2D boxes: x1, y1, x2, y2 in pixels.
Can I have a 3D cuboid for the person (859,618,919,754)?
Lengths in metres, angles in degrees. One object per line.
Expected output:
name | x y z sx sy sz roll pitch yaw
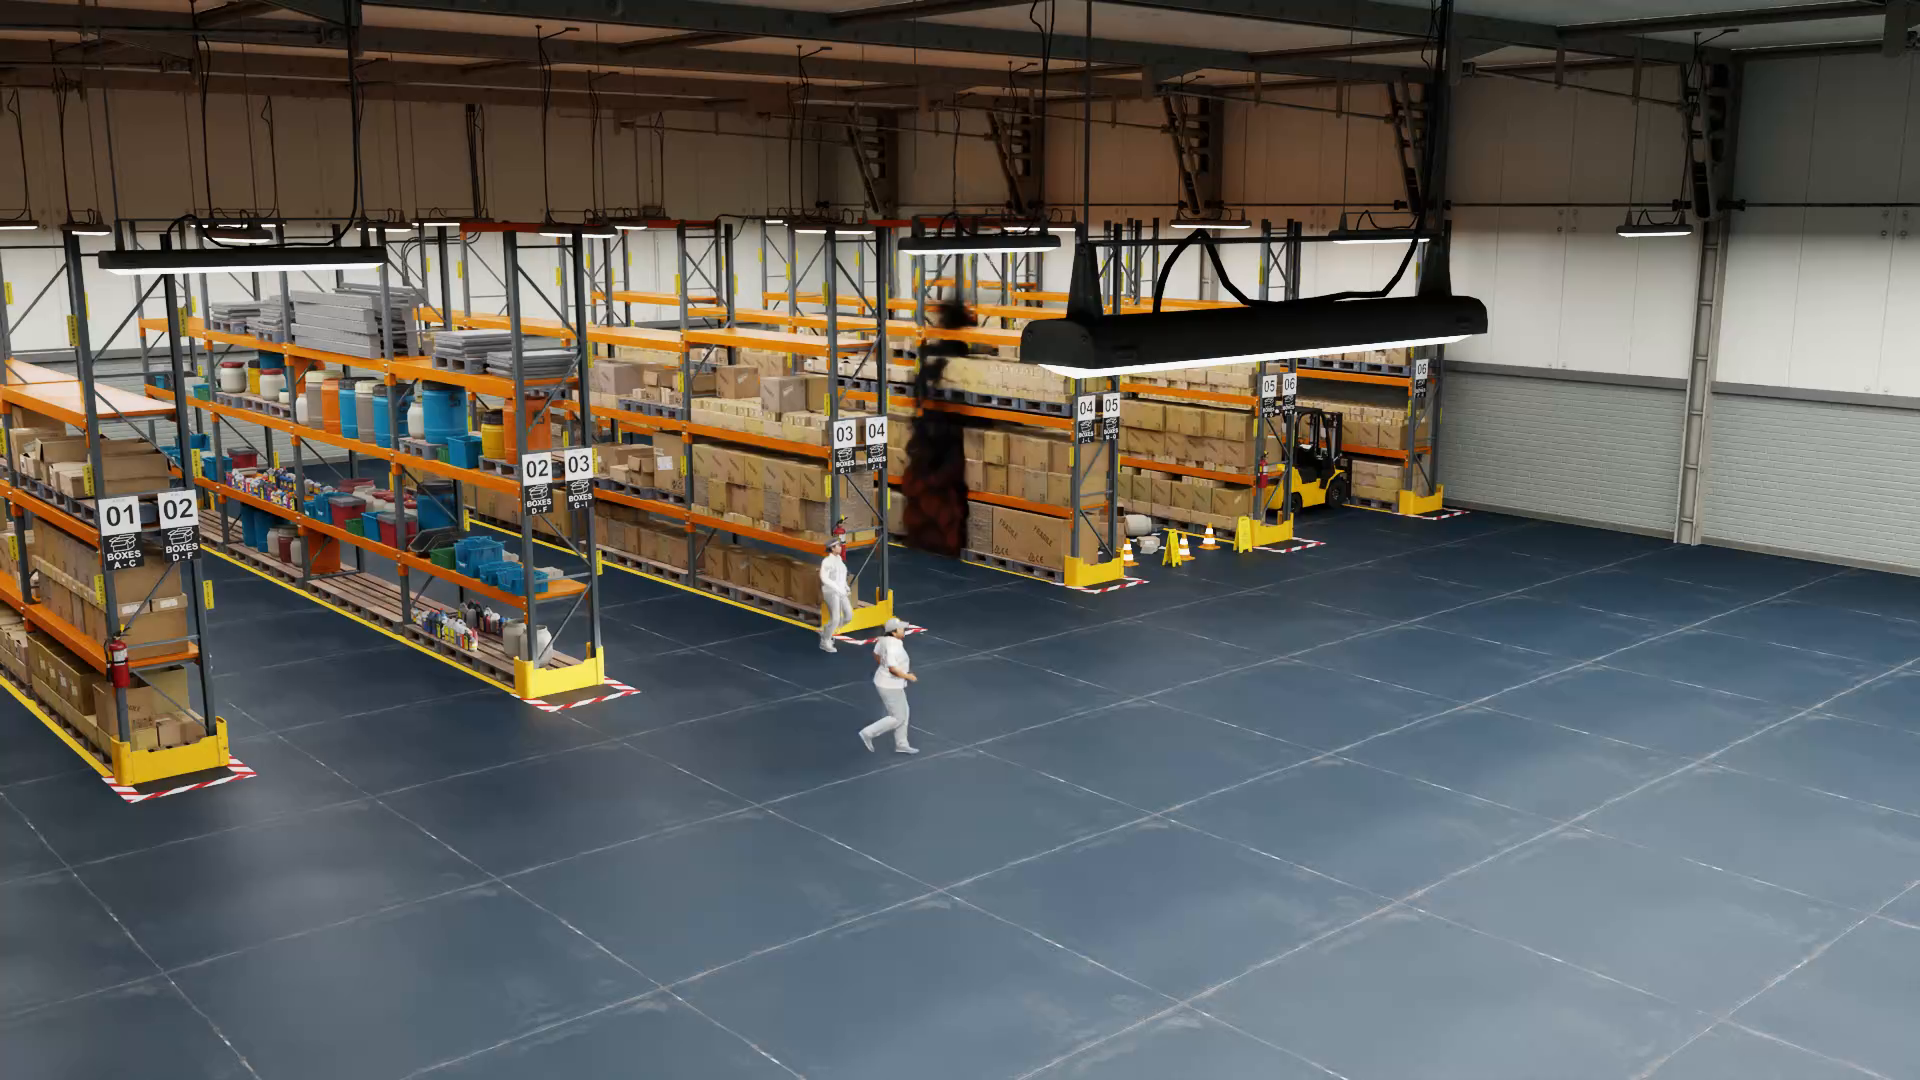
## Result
person | -0.848 1.715 19.310 0.767 1.663 0.613 -3 12 -17

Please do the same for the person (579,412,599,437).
person | -8.462 -2.002 37.521 0.682 1.763 0.827 -8 14 -33

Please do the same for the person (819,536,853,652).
person | -1.760 0.768 23.937 0.473 1.651 0.690 5 12 22
